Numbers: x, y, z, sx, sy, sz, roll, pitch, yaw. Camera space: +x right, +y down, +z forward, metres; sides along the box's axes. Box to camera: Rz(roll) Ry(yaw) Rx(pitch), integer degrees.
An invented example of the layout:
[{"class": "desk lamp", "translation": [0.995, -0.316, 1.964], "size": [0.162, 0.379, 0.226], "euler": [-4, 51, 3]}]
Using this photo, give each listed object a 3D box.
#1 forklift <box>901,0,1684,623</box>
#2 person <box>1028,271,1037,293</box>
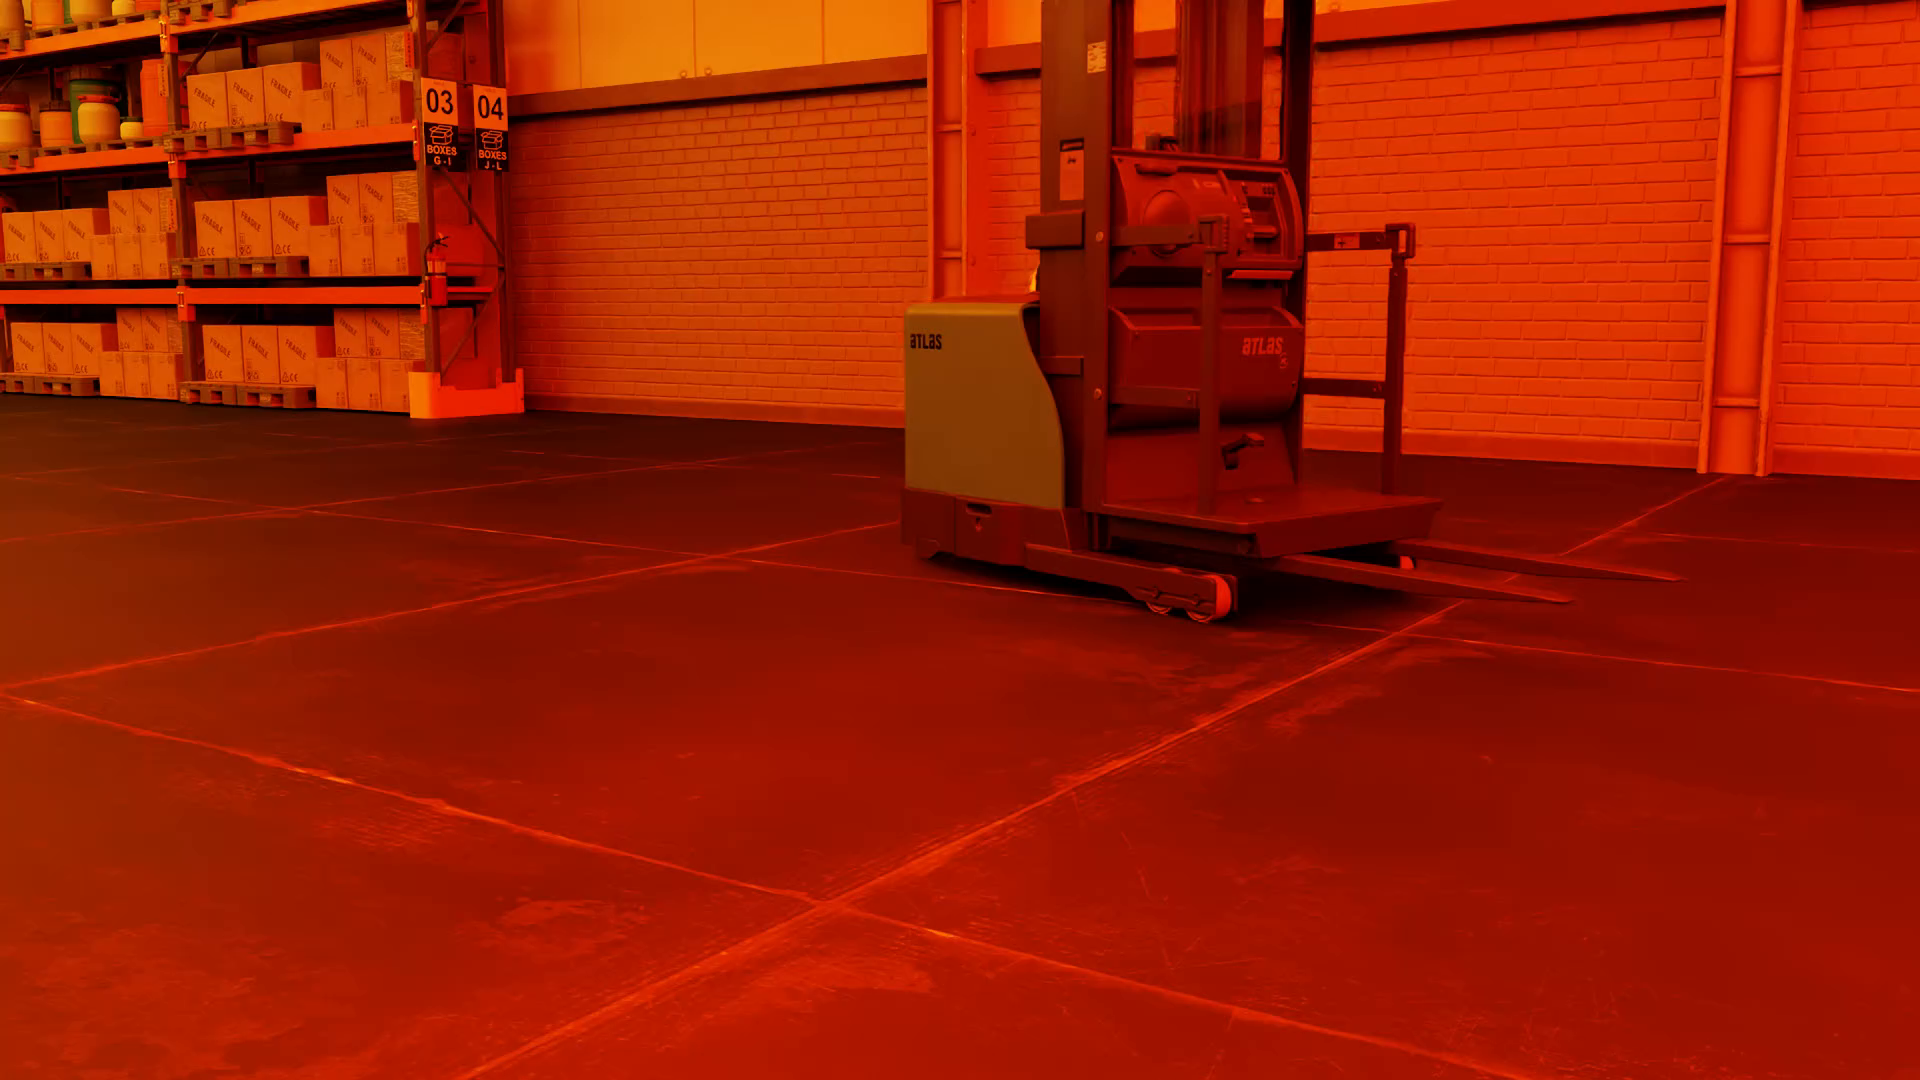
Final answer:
[{"class": "forklift", "translation": [1.059, -1.249, 5.978], "size": [1.130, 2.935, 3.031], "euler": [-6, 10, -38]}, {"class": "person", "translation": [0.694, -0.736, 7.340], "size": [1.016, 1.536, 0.775], "euler": [-6, 10, -34]}]
